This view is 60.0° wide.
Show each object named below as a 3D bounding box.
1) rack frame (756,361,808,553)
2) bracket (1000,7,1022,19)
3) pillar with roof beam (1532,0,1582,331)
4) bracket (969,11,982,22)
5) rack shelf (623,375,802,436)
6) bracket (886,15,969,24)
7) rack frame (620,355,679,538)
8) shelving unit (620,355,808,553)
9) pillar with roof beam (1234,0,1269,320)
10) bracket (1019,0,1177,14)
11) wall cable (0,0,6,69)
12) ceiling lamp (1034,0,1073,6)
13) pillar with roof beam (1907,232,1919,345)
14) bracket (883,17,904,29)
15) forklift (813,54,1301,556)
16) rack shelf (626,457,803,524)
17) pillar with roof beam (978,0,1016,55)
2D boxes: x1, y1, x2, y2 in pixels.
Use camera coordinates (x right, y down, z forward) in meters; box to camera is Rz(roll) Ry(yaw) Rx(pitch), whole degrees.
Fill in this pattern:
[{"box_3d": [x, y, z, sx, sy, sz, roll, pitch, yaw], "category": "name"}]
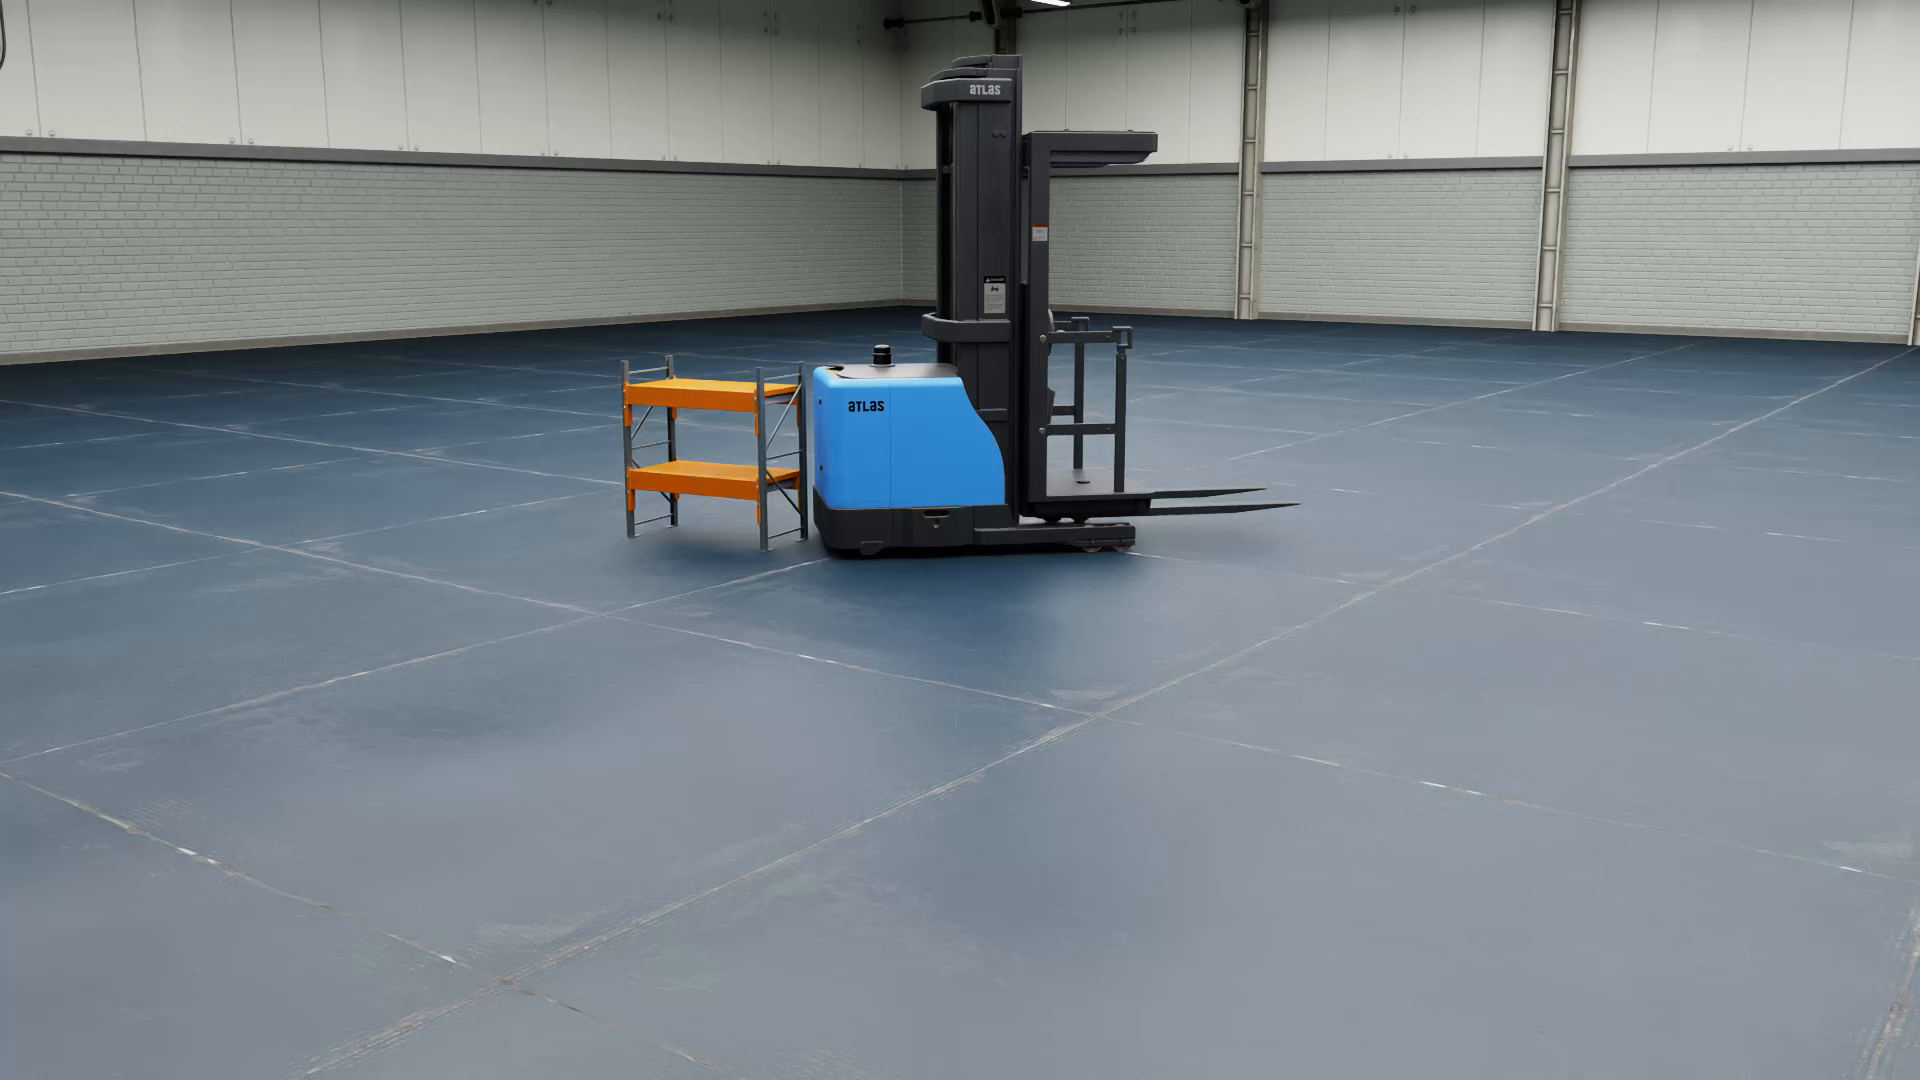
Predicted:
[{"box_3d": [-1.091, -0.518, 10.247, 0.032, 1.125, 0.500, 6, 12, 27], "category": "rack frame"}, {"box_3d": [1.095, -11.243, 35.475, 0.430, 0.232, 0.235, 8, 13, 36], "category": "bracket"}, {"box_3d": [8.094, -7.568, 25.958, 0.400, 9.000, 9.100, 8, 13, 36], "category": "pillar with roof beam"}, {"box_3d": [0.426, -11.336, 35.957, 0.430, 0.232, 0.235, 8, 13, 36], "category": "bracket"}, {"box_3d": [-1.543, -0.850, 10.420, 1.000, 0.278, 0.538, 6, 12, 27], "category": "rack shelf"}, {"box_3d": [-1.009, -11.536, 36.991, 3.189, 0.066, 0.076, 8, 13, 36], "category": "bracket"}, {"box_3d": [-1.995, -0.607, 10.705, 0.032, 1.125, 0.500, 6, 12, 27], "category": "rack frame"}, {"box_3d": [-1.543, -0.562, 10.476, 1.048, 1.125, 0.538, 6, 12, 27], "category": "shelving unit"}, {"box_3d": [3.258, -8.243, 29.445, 0.548, 9.000, 9.100, 8, 13, 36], "category": "pillar with roof beam"}, {"box_3d": [3.171, -10.953, 33.977, 4.783, 0.066, 0.076, 8, 13, 36], "category": "bracket"}, {"box_3d": [-13.635, -8.409, 21.350, 0.169, 6.003, 2.305, 8, 13, 36], "category": "wall cable"}, {"box_3d": [1.148, -11.248, 29.613, 0.800, 3.185, 2.000, 8, 13, 36], "category": "ceiling lamp"}, {"box_3d": [12.930, -6.894, 22.471, 0.400, 9.000, 9.100, 8, 13, 36], "category": "pillar with roof beam"}, {"box_3d": [-1.485, -11.602, 37.334, 0.430, 0.232, 0.235, 8, 13, 36], "category": "bracket"}, {"box_3d": [0.619, -1.461, 10.366, 3.031, 2.935, 1.130, -2, 11, -10], "category": "forklift"}, {"box_3d": [-1.543, -0.322, 10.522, 1.000, 0.278, 0.538, 6, 12, 27], "category": "rack shelf"}, {"box_3d": [-1.578, -8.917, 32.932, 0.548, 9.000, 9.100, 8, 13, 36], "category": "pillar with roof beam"}]
